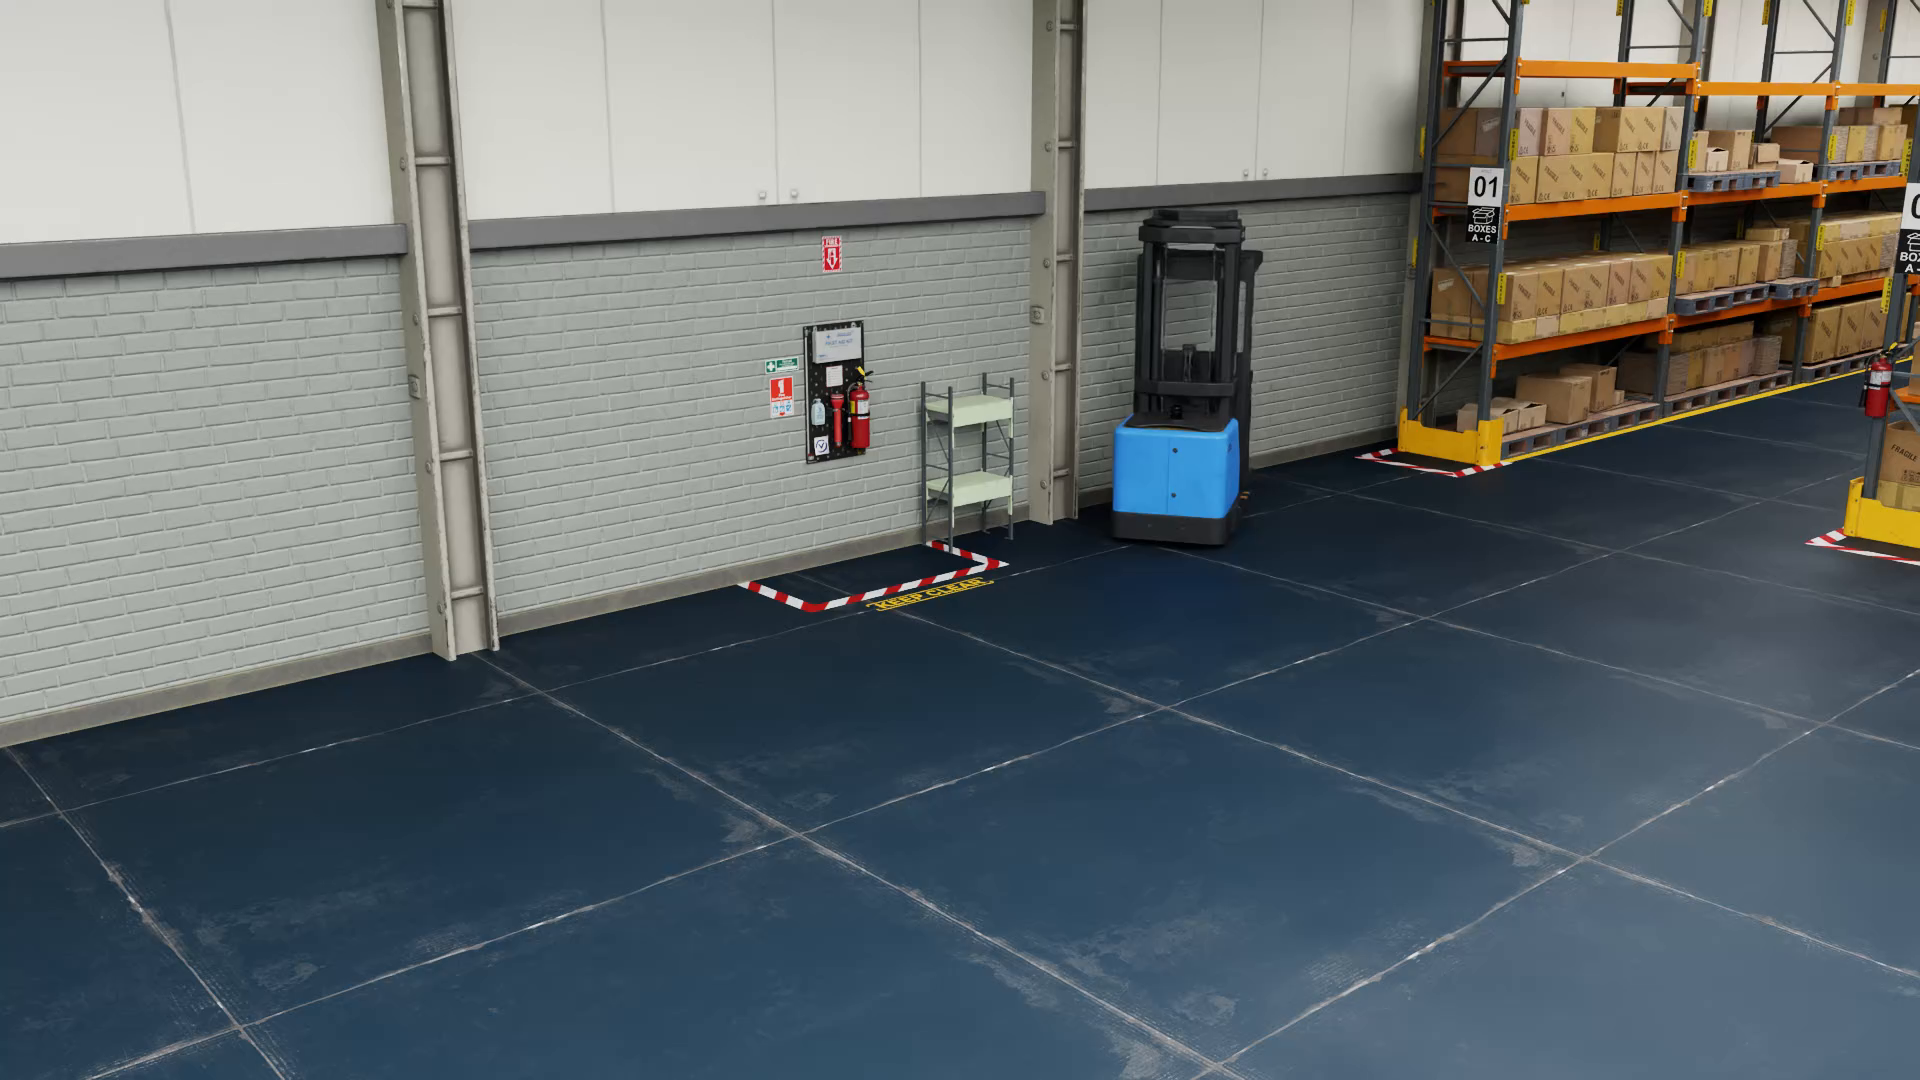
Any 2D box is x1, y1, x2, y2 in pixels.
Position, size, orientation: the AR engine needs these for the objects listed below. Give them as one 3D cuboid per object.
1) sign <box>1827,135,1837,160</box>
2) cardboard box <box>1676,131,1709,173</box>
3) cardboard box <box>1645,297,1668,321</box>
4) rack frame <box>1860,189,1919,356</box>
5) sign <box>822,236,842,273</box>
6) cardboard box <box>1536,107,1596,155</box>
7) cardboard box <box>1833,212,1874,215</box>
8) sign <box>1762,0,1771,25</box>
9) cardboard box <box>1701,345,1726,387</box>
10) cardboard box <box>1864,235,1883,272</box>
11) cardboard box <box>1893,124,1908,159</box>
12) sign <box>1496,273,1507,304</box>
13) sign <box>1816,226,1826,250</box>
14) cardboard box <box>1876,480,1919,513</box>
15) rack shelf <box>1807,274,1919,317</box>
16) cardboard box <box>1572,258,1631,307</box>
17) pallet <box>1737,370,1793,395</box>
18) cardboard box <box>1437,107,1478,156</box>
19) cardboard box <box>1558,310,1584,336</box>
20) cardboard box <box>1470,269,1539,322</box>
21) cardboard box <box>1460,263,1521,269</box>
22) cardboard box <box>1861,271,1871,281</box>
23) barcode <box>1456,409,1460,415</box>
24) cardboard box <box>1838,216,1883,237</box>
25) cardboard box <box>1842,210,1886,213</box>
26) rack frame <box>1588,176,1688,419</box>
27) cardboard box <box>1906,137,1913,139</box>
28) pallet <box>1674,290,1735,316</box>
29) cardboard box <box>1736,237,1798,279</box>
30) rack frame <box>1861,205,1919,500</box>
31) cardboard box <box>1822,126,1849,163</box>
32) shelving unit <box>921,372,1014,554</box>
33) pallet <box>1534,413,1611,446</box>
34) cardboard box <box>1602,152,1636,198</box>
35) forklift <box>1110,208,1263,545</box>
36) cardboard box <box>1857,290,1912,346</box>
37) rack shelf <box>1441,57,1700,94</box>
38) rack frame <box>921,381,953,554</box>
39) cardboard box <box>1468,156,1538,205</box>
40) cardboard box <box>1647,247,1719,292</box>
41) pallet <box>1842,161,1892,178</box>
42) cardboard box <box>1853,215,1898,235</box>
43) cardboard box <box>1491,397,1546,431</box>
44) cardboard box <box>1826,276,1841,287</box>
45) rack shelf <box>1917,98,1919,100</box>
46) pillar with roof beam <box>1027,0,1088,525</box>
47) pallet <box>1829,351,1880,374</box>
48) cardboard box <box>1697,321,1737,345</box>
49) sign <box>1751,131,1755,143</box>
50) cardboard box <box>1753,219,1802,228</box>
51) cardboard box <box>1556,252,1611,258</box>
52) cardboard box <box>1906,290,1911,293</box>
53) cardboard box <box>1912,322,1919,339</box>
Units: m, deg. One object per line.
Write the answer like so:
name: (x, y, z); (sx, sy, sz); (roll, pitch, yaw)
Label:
sign: (11.849, -5.335, 22.594); (0.005, 0.325, 0.100); (-13, 19, -39)
cardboard box: (8.941, -4.841, 20.742); (0.500, 0.500, 0.500); (-9, 18, -32)
cardboard box: (8.318, -2.862, 20.404); (0.500, 0.250, 0.500); (-13, 19, -39)
rack frame: (14.512, -4.419, 25.982); (0.127, 3.000, 1.000); (-13, 19, -39)
sign: (-1.068, -2.384, 13.869); (0.199, 0.298, 0.001); (-13, 19, -39)
cardboard box: (6.700, -4.559, 18.521); (0.500, 0.500, 0.500); (-12, 19, -38)
cardboard box: (13.603, -4.866, 25.393); (0.500, 0.250, 0.500); (-12, 19, -39)
sign: (11.127, -7.275, 22.932); (0.005, 0.325, 0.100); (-13, 19, -39)
cardboard box: (9.789, -2.373, 22.311); (0.500, 0.500, 0.700); (-12, 19, -39)
cardboard box: (13.192, -4.236, 24.488); (0.500, 0.500, 0.500); (-12, 19, -38)
cardboard box: (13.776, -6.002, 25.047); (0.500, 0.500, 0.700); (-14, 20, -42)
sign: (5.815, -2.699, 17.864); (0.005, 0.325, 0.100); (-13, 19, -39)
sign: (11.857, -4.159, 22.916); (0.005, 0.325, 0.100); (-13, 19, -39)
cardboard box: (8.924, -0.445, 15.619); (0.500, 0.250, 0.500); (-13, 19, -39)
rack shelf: (13.003, -3.733, 24.806); (4.000, 0.370, 1.077); (-13, 19, -39)
cardboard box: (7.563, -3.054, 19.671); (0.500, 0.500, 0.500); (-13, 20, -41)
pallet: (10.904, -2.262, 23.310); (1.213, 0.211, 1.003); (-13, 19, -39)
cardboard box: (5.613, -4.500, 18.304); (0.500, 0.500, 0.500); (-12, 19, -37)
cardboard box: (6.806, -2.520, 19.125); (0.500, 0.250, 0.500); (-13, 20, -40)
cardboard box: (6.016, -2.708, 18.375); (0.500, 0.500, 0.500); (-13, 19, -39)
cardboard box: (6.061, -2.890, 19.057); (0.500, 0.500, 0.500); (-12, 19, -39)
cardboard box: (13.247, -3.946, 24.657); (0.250, 0.149, 0.380); (-12, 19, -38)
barcode: (5.791, -1.485, 19.337); (0.075, 0.075, 0.001); (-13, 19, -39)
cardboard box: (13.166, -4.597, 24.384); (0.500, 0.250, 0.500); (-13, 20, -40)
cardboard box: (13.993, -4.956, 25.729); (0.500, 0.250, 0.500); (-12, 19, -38)
rack frame: (8.476, -3.064, 20.908); (0.127, 3.000, 1.000); (-13, 19, -39)
cardboard box: (14.874, -6.209, 26.152); (0.500, 0.250, 0.500); (-12, 19, -39)
pallet: (9.149, -3.072, 21.312); (1.213, 0.211, 1.003); (-13, 19, -39)
cardboard box: (11.146, -3.921, 23.070); (0.700, 0.500, 0.500); (13, 20, 40)
rack frame: (8.714, -1.423, 14.763); (0.127, 3.000, 1.000); (-13, 19, -39)
cardboard box: (12.187, -5.645, 23.712); (0.500, 0.500, 0.700); (-14, 20, -42)
shelving unit: (0.070, -0.702, 14.973); (0.755, 1.500, 0.431); (-13, 20, -40)
pallet: (7.072, -1.388, 20.038); (1.213, 0.211, 1.003); (-13, 19, -39)
cardboard box: (7.475, -4.253, 19.315); (0.500, 0.500, 0.500); (-14, 20, -41)
forklift: (2.267, -1.709, 15.969); (1.130, 2.935, 3.031); (4, 16, 16)
cardboard box: (14.107, -3.448, 25.698); (0.750, 0.750, 0.750); (-12, 19, -39)
rack shelf: (6.968, -5.274, 18.959); (4.000, 0.370, 1.077); (-13, 19, -39)
rack frame: (-0.204, -0.640, 14.739); (0.023, 1.500, 0.400); (-13, 20, -40)
cardboard box: (5.875, -3.901, 17.999); (0.500, 0.500, 0.500); (-12, 19, -38)
cardboard box: (9.309, -3.498, 21.486); (0.500, 0.500, 0.700); (-10, 18, -34)
pallet: (12.787, -5.409, 24.241); (1.213, 0.211, 1.003); (-12, 19, -37)
cardboard box: (13.550, -4.683, 24.708); (0.500, 0.250, 0.500); (-12, 19, -38)
cardboard box: (6.470, -1.496, 19.396); (0.500, 0.311, 0.500); (-11, 18, -35)
cardboard box: (12.346, -3.710, 23.775); (0.250, 0.149, 0.380); (-12, 19, -38)
rack shelf: (10.222, -4.119, 15.402); (4.000, 0.370, 1.077); (-13, 19, -39)
pillar with roof beam: (3.719, -3.717, 11.729); (0.400, 9.000, 9.100); (-13, 19, -39)
pallet: (13.058, -2.719, 25.020); (1.213, 0.211, 1.003); (-13, 19, -39)
cardboard box: (10.129, -2.804, 22.474); (0.500, 0.250, 0.500); (-13, 20, -40)
sign: (11.136, -5.588, 23.391); (0.005, 0.325, 0.100); (-13, 19, -39)
cardboard box: (11.666, -4.433, 23.771); (0.500, 0.250, 0.500); (-12, 19, -38)
cardboard box: (7.592, -3.238, 20.357); (0.500, 0.500, 0.500); (-13, 20, -40)
cardboard box: (15.498, -3.983, 27.122); (0.250, 0.149, 0.380); (-13, 20, -41)
cardboard box: (8.877, -1.886, 15.048); (0.250, 0.149, 0.380); (-13, 20, -40)
